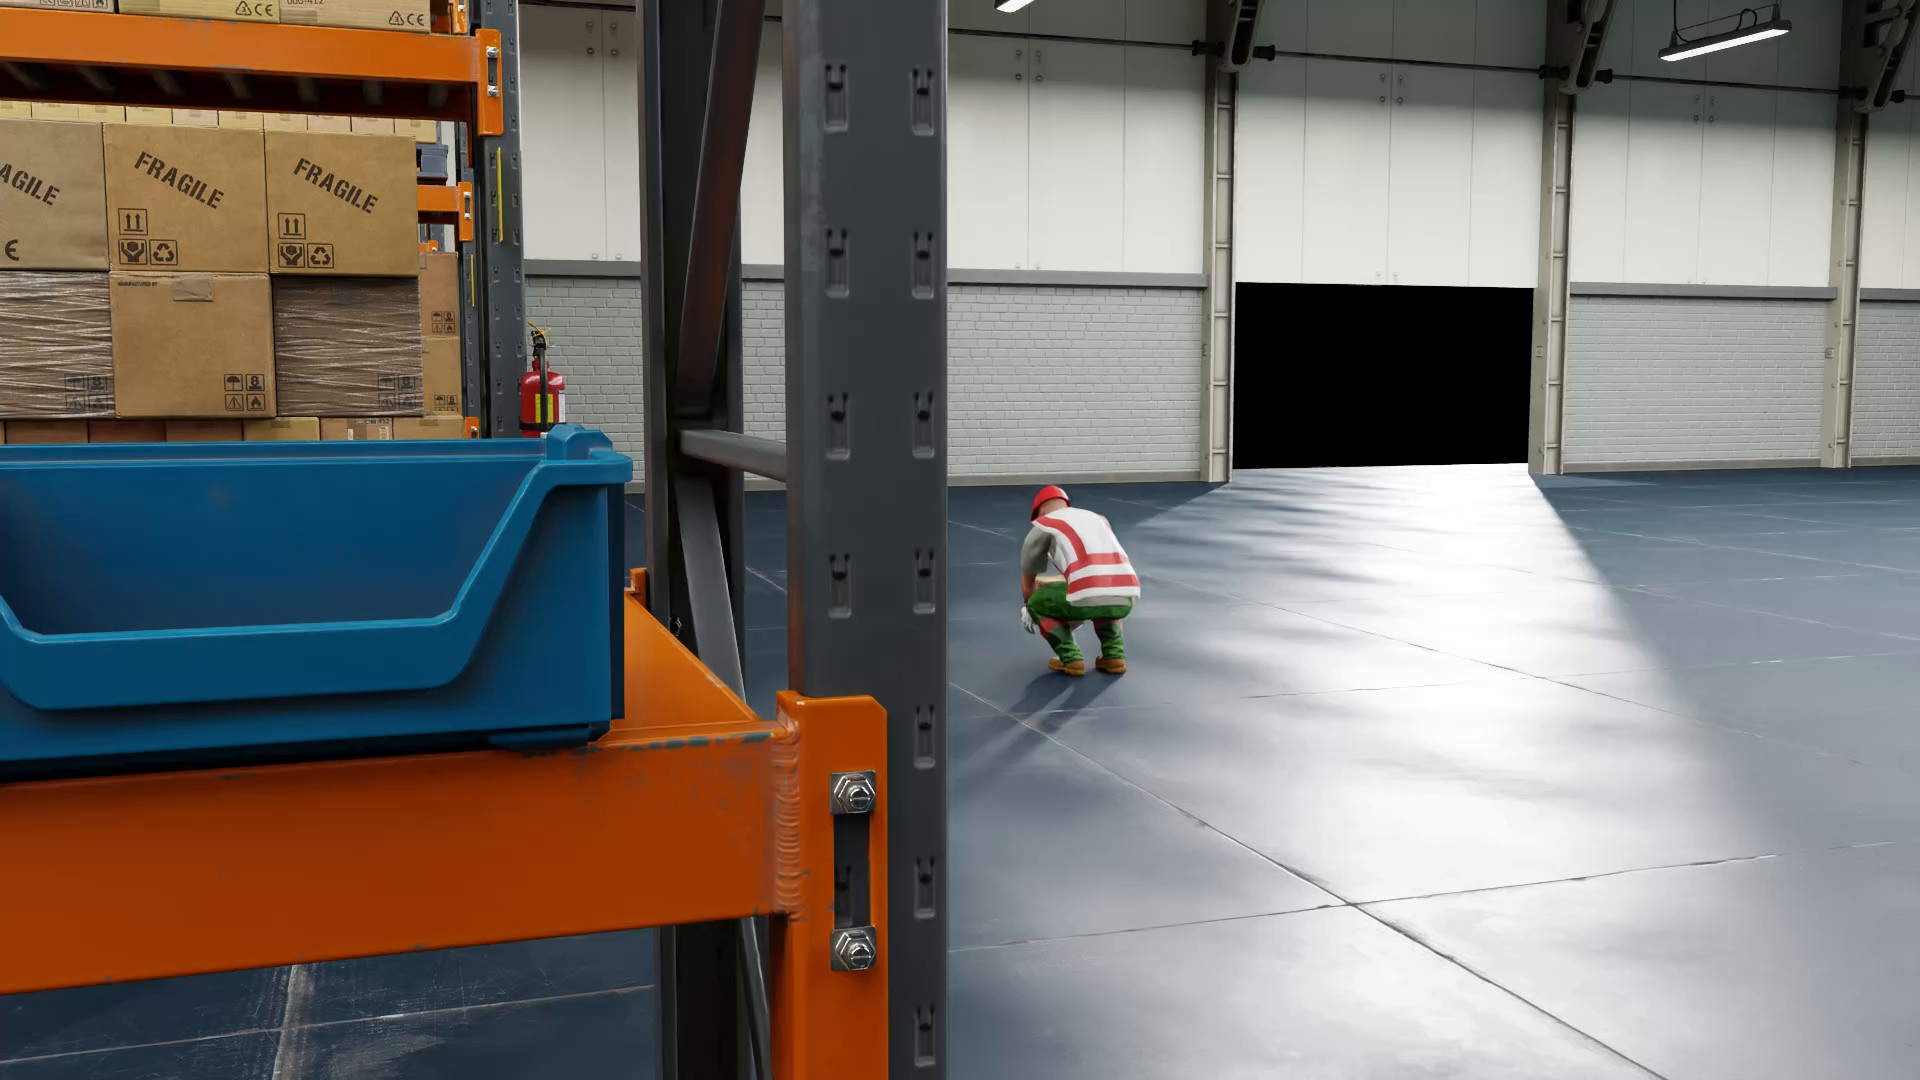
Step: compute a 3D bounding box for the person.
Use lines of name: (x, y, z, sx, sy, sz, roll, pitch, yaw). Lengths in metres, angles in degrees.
person: (0.633, 0.211, 9.097, 0.570, 0.991, 0.865, -2, 6, -19)
